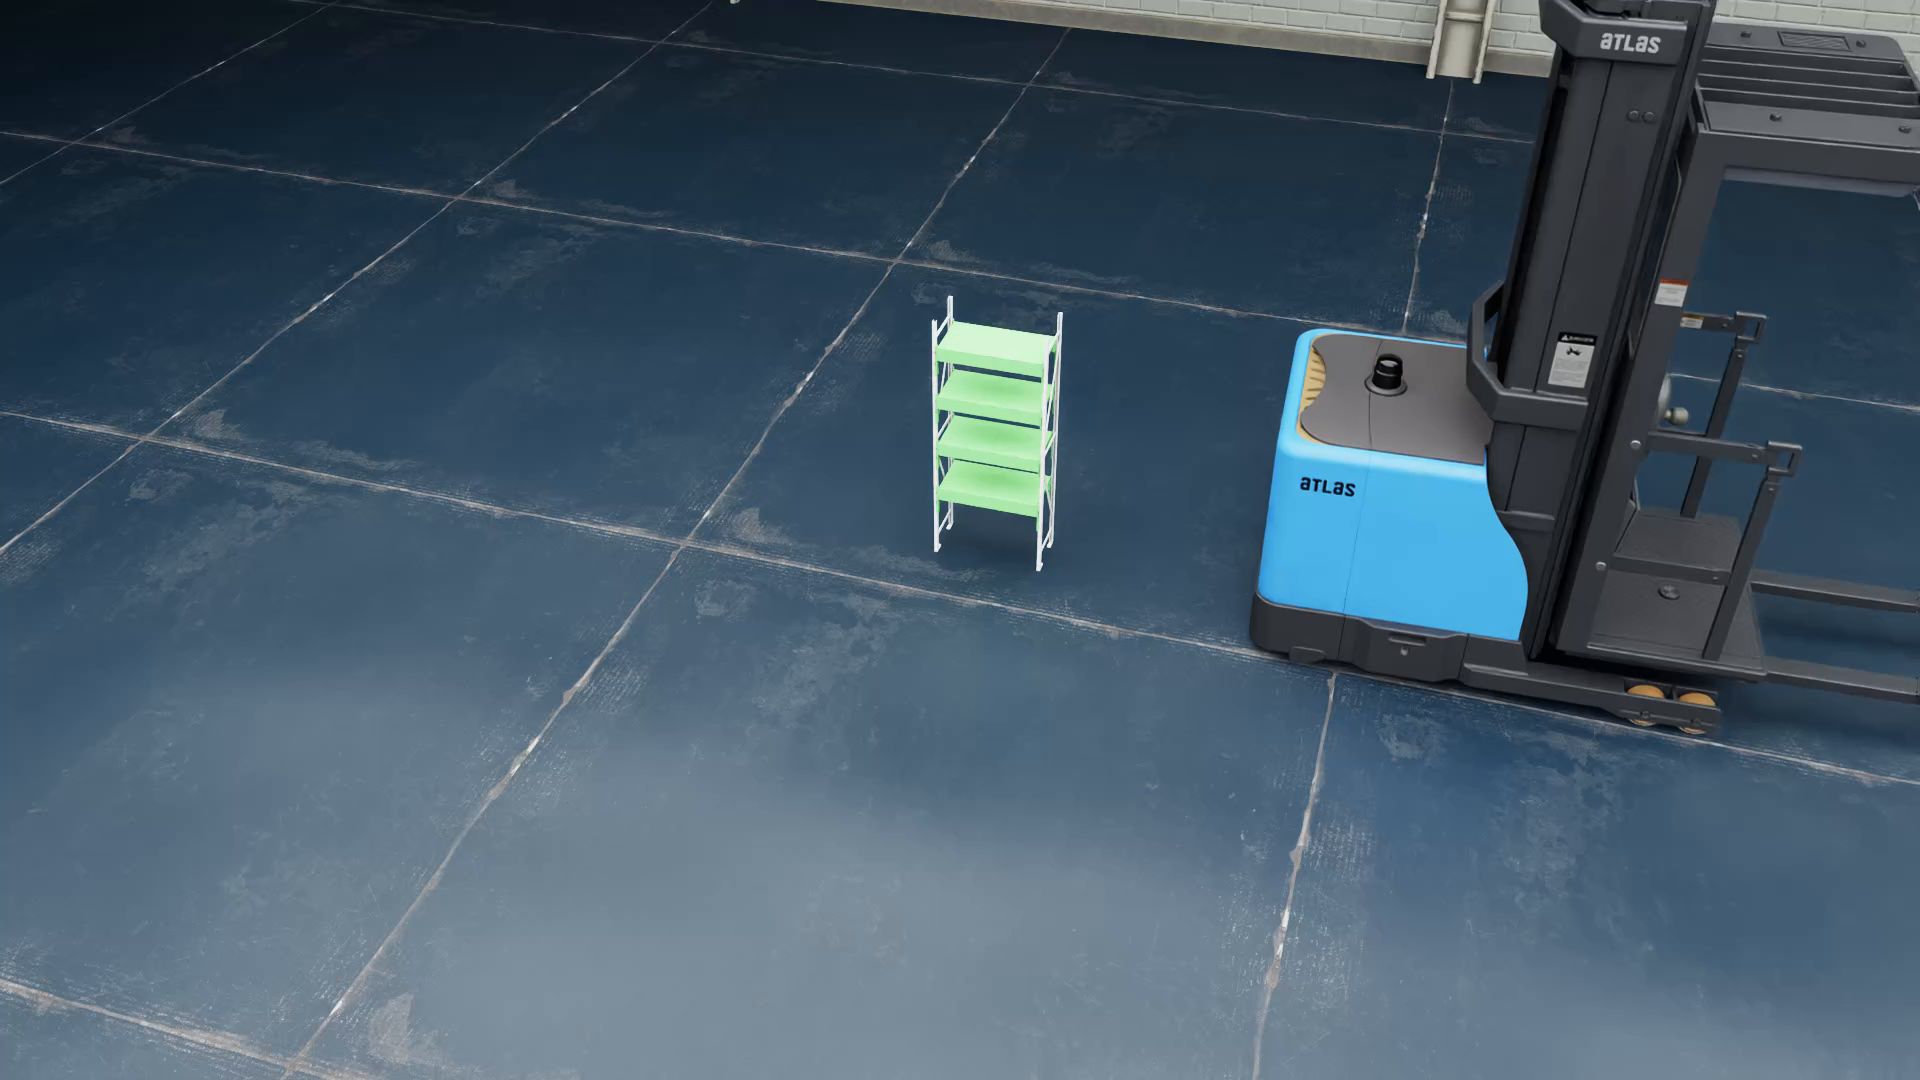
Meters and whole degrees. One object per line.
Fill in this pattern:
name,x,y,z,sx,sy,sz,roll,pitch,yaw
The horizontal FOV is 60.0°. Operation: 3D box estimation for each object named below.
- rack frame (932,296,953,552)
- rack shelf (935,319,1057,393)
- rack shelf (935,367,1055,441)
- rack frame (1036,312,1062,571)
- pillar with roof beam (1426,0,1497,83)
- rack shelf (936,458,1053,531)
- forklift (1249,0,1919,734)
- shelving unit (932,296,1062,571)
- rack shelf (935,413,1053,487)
rack frame,-0.075,-0.497,7.413,0.015,1.200,0.240,10,38,14
rack shelf,0.158,-0.789,7.108,0.480,0.148,0.258,10,38,14
rack shelf,0.158,-0.596,7.250,0.480,0.148,0.258,10,38,14
rack frame,0.391,-0.411,7.296,0.015,1.200,0.240,10,38,14
pillar with roof beam,2.441,-4.703,6.549,0.400,9.000,9.100,10,38,14
rack shelf,0.158,-0.209,7.535,0.480,0.148,0.258,10,38,14
forklift,2.805,-0.750,6.297,3.031,2.935,1.130,9,37,12
shelving unit,0.158,-0.454,7.355,0.503,1.200,0.258,10,38,14
rack shelf,0.158,-0.403,7.392,0.480,0.148,0.258,10,38,14
